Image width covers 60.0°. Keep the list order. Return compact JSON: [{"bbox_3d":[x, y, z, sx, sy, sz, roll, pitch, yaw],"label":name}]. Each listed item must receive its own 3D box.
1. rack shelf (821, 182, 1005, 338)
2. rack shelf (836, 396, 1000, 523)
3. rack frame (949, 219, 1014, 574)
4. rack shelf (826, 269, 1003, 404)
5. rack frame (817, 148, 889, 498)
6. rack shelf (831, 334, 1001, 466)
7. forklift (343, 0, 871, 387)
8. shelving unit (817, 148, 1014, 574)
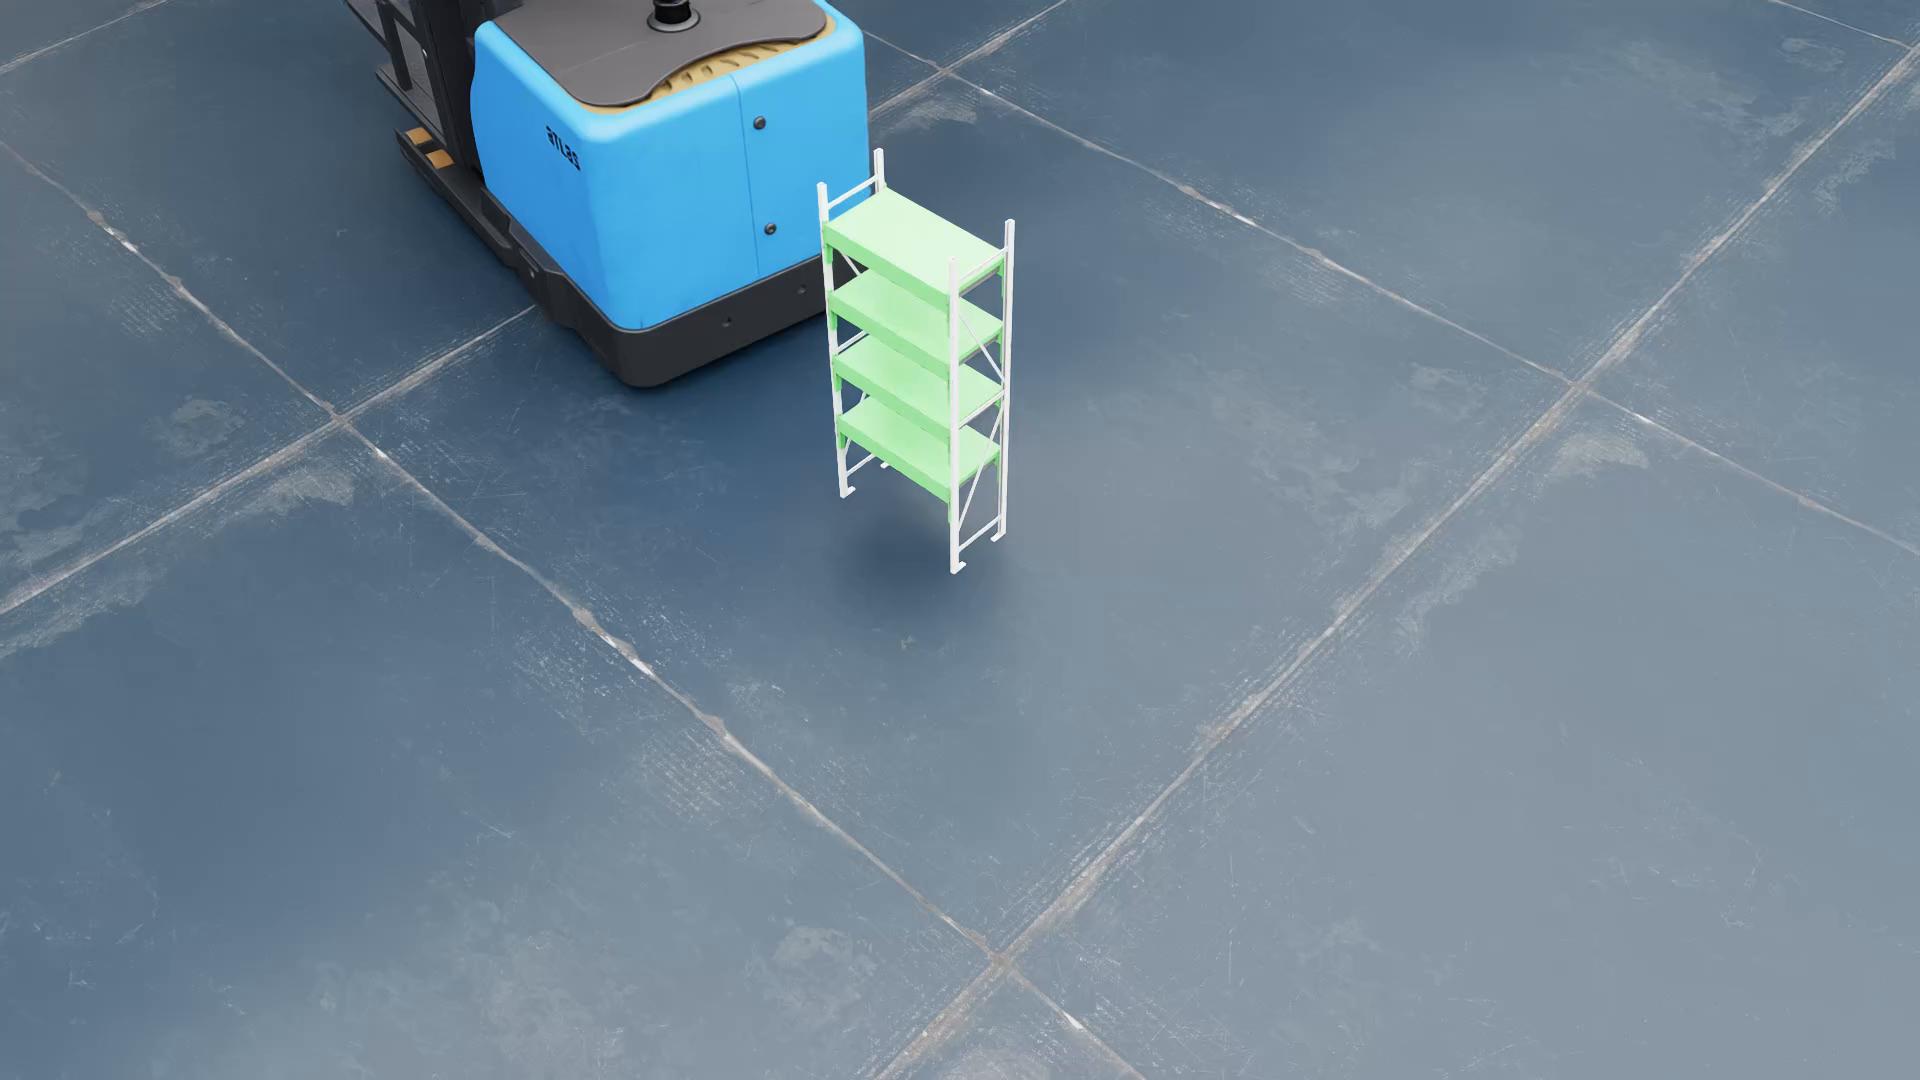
[{"bbox_3d":[-0.122,-0.777,4.586,0.480,0.148,0.258,34,55,28],"label":"rack shelf"},{"bbox_3d":[-0.122,-0.285,5.111,0.480,0.148,0.258,34,55,28],"label":"rack shelf"},{"bbox_3d":[0.058,-0.372,4.776,0.015,1.200,0.240,34,55,28],"label":"rack frame"},{"bbox_3d":[-0.122,-0.613,4.761,0.480,0.148,0.258,34,55,28],"label":"rack shelf"},{"bbox_3d":[-0.301,-0.613,5.003,0.015,1.200,0.240,34,55,28],"label":"rack frame"},{"bbox_3d":[-0.122,-0.449,4.936,0.480,0.148,0.258,34,55,28],"label":"rack shelf"},{"bbox_3d":[-1.573,-2.555,5.639,1.130,2.935,3.031,-28,53,-24],"label":"forklift"},{"bbox_3d":[-0.122,-0.493,4.889,0.503,1.200,0.258,34,55,28],"label":"shelving unit"}]
